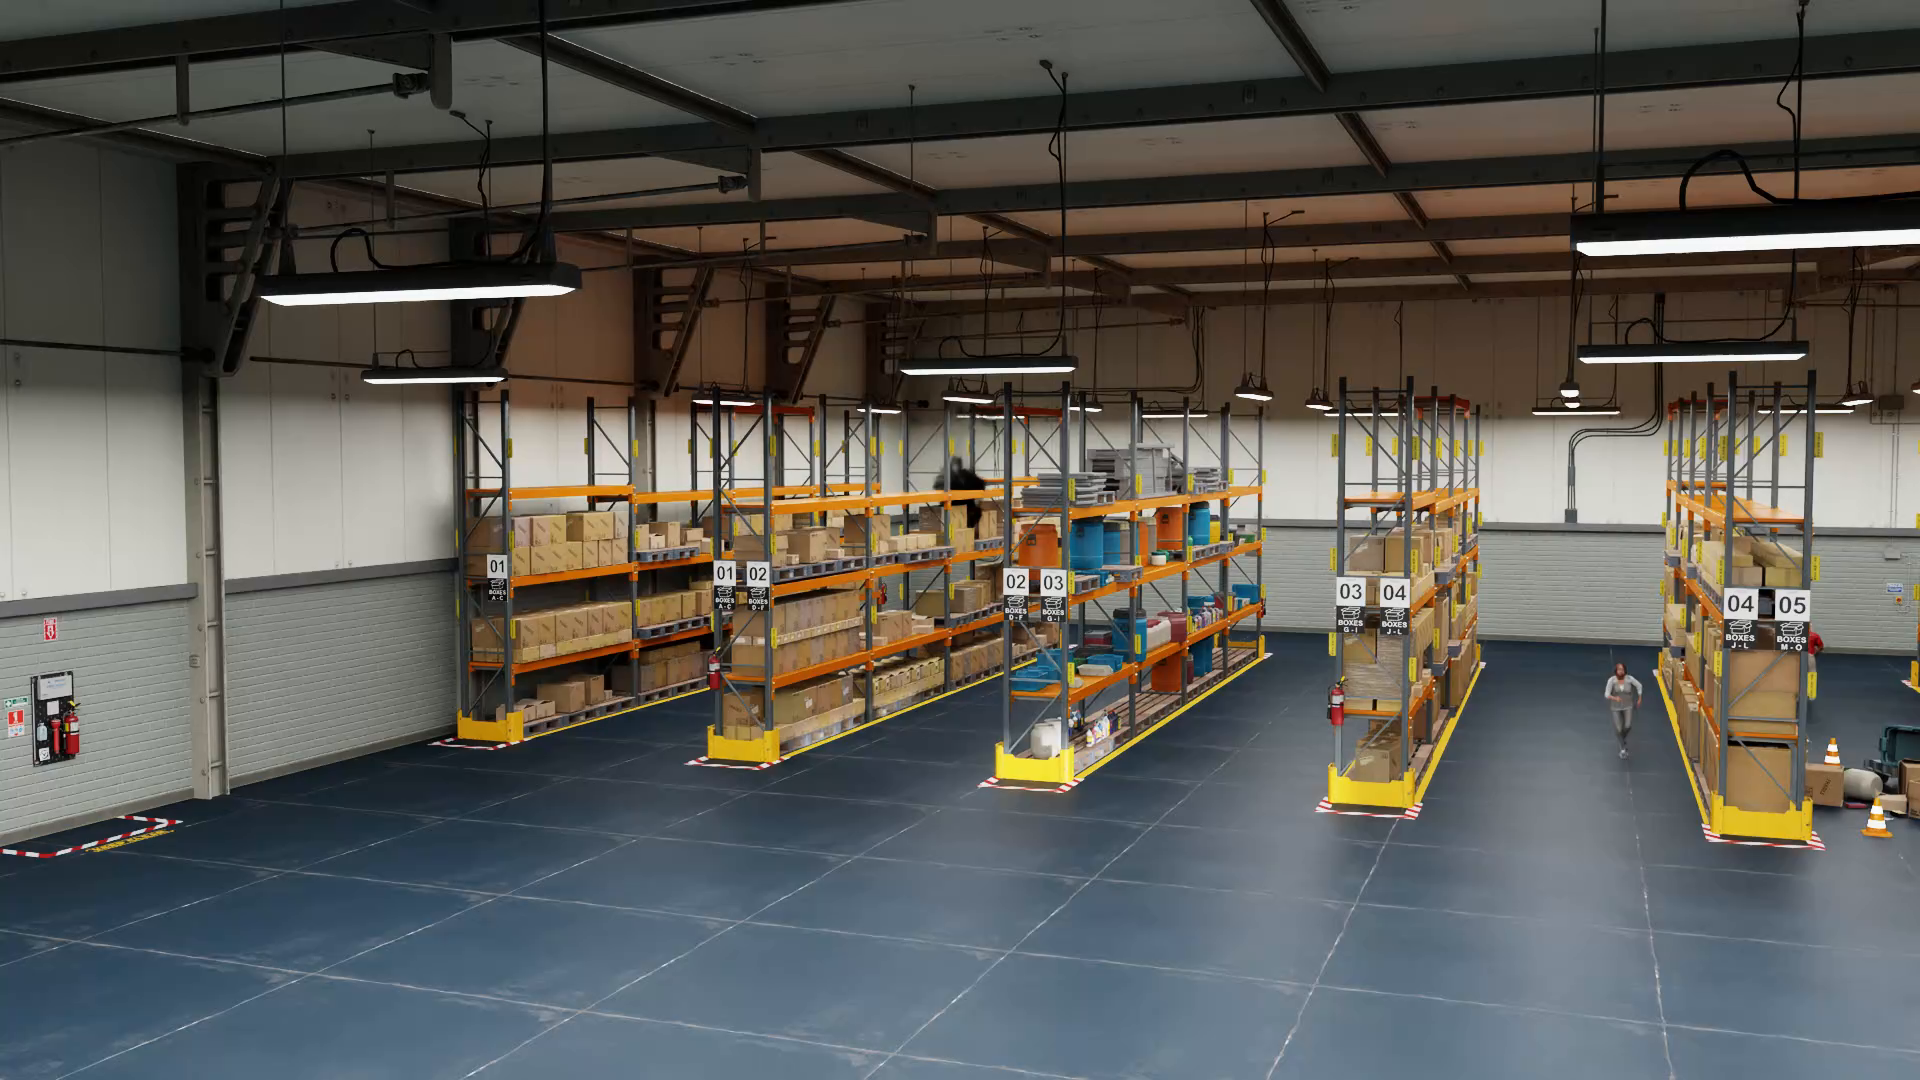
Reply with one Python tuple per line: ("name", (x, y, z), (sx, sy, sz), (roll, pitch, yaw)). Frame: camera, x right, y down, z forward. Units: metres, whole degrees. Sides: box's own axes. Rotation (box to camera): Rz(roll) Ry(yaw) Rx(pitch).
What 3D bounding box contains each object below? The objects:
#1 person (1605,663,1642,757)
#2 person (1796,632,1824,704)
("person", (10.701, 2.752, 26.823), (0.578, 1.547, 0.621), (1, 3, 18))
("person", (16.328, 2.409, 32.132), (0.633, 1.724, 1.105), (1, 3, 20))
